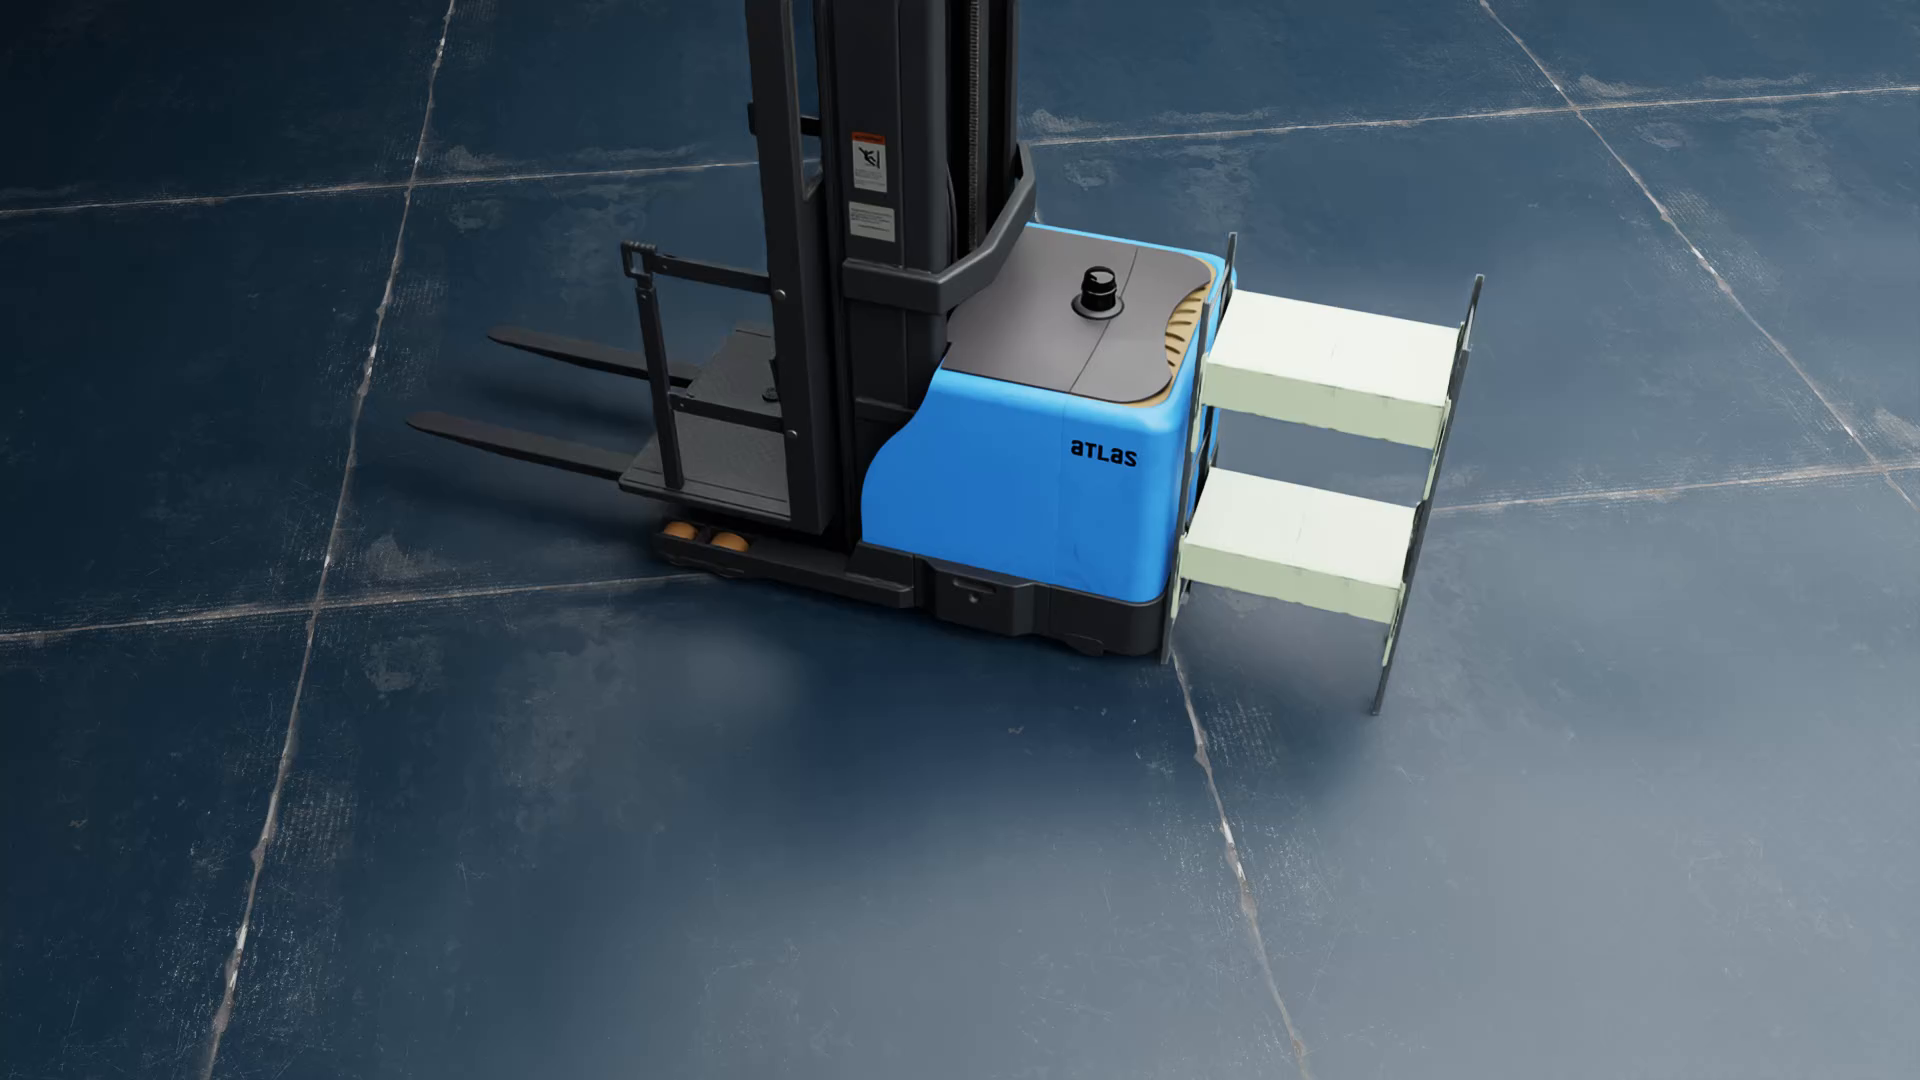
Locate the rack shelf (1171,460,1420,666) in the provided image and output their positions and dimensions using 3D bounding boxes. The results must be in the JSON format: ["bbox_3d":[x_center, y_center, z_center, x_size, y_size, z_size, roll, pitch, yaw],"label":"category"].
[{"bbox_3d":[1.115,0.070,5.539,0.720,0.370,0.431,13,44,14],"label":"rack shelf"}]

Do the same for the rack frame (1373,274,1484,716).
[{"bbox_3d":[1.463,-0.094,5.235,0.023,1.500,0.400,13,44,14],"label":"rack frame"}]

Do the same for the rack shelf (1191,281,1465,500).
[{"bbox_3d":[1.115,-0.462,5.059,0.720,0.370,0.431,13,44,14],"label":"rack shelf"}]

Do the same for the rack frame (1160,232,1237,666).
[{"bbox_3d":[0.768,-0.249,5.407,0.023,1.500,0.400,13,44,14],"label":"rack frame"}]

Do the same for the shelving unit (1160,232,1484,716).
[{"bbox_3d":[1.115,-0.172,5.321,0.755,1.500,0.431,13,44,14],"label":"shelving unit"}]

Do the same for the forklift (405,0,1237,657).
[{"bbox_3d":[-0.607,-1.273,5.473,3.031,2.935,1.130,13,44,14],"label":"forklift"}]
